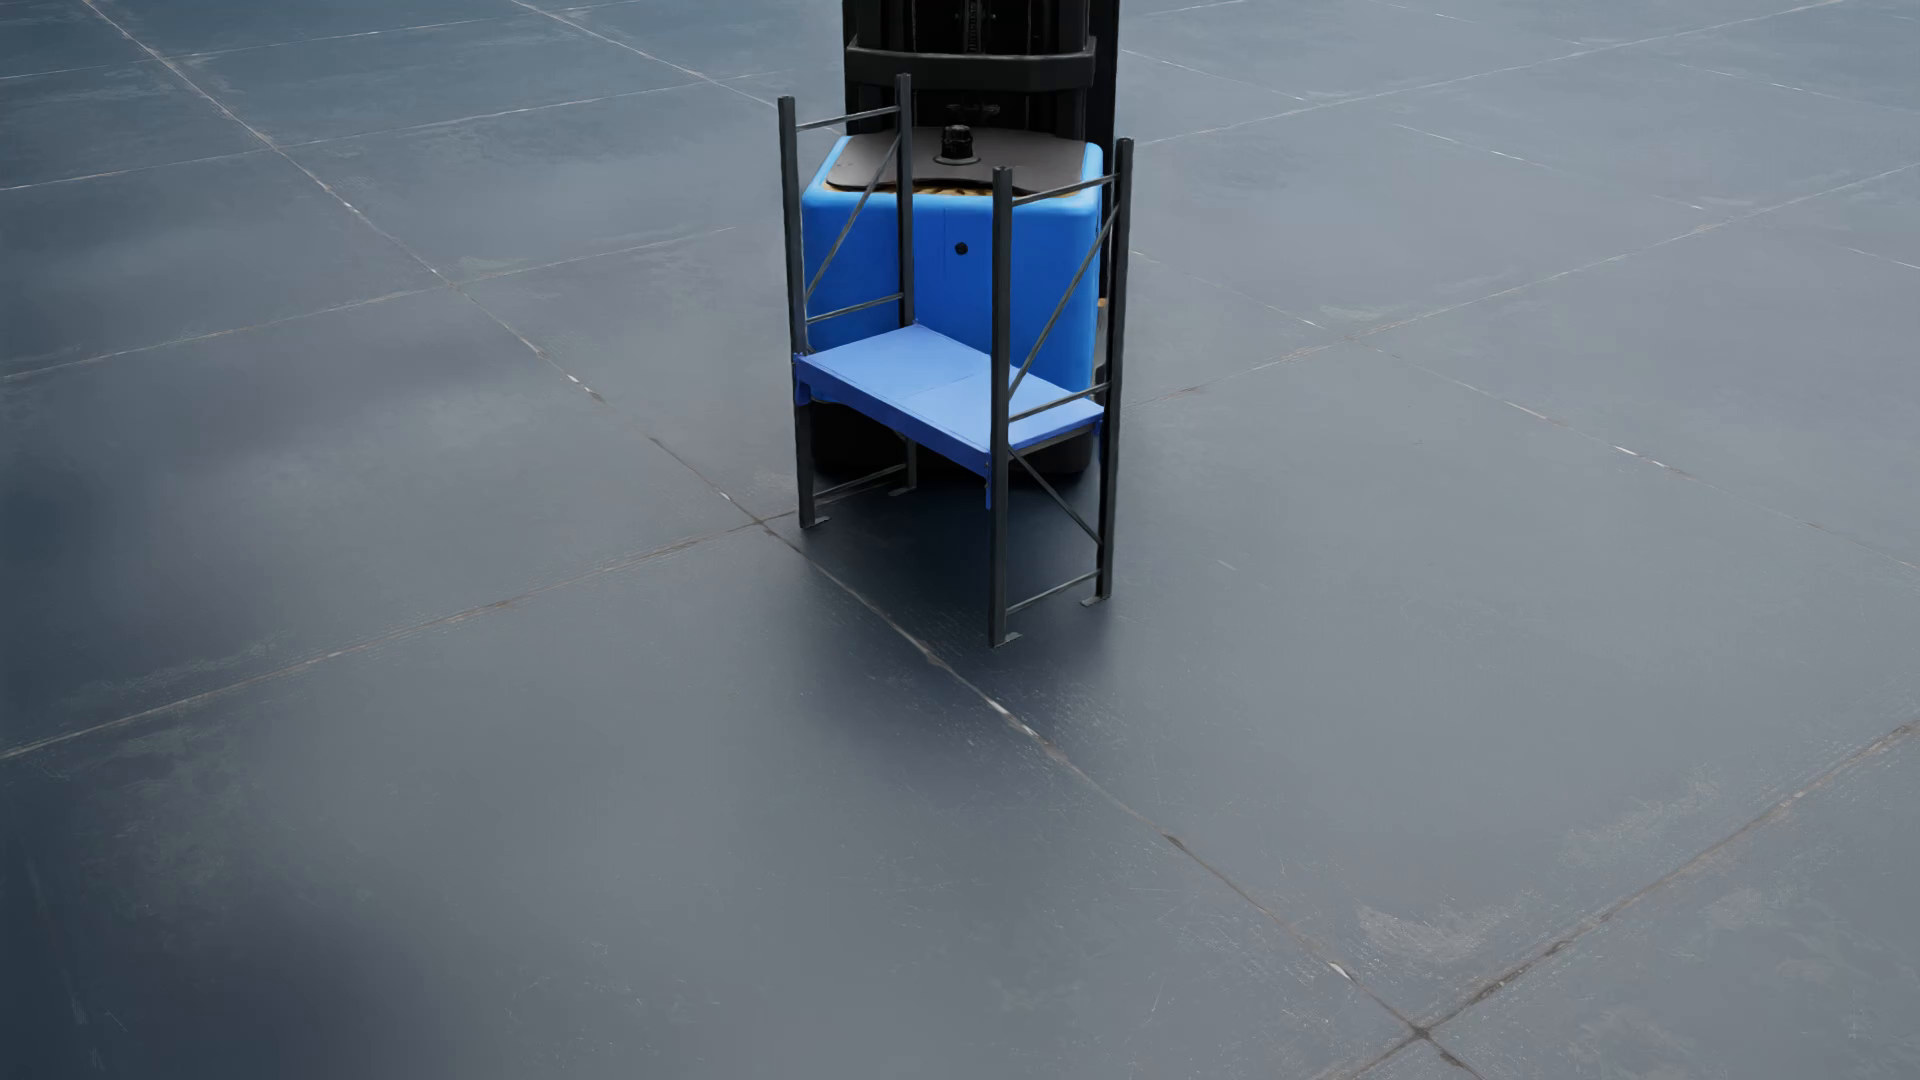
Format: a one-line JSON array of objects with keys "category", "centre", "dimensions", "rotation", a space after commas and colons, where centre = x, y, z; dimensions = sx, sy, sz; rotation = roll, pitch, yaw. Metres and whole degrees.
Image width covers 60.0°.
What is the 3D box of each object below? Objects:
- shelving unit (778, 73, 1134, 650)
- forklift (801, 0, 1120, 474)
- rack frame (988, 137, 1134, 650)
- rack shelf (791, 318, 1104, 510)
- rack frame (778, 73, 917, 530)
[{"category": "shelving unit", "centre": [-0.035, -0.589, 5.264], "dimensions": [0.538, 1.500, 1.048], "rotation": [-22, 35, -34]}, {"category": "forklift", "centre": [0.108, -2.204, 6.738], "dimensions": [1.130, 2.935, 3.031], "rotation": [3, 29, 5]}, {"category": "rack frame", "centre": [0.290, -0.403, 4.920], "dimensions": [0.500, 1.500, 0.032], "rotation": [-22, 35, -34]}, {"category": "rack shelf", "centre": [-0.035, -0.431, 5.349], "dimensions": [0.538, 0.185, 1.000], "rotation": [-22, 35, -34]}, {"category": "rack frame", "centre": [-0.360, -0.776, 5.607], "dimensions": [0.500, 1.500, 0.032], "rotation": [-22, 35, -34]}]
